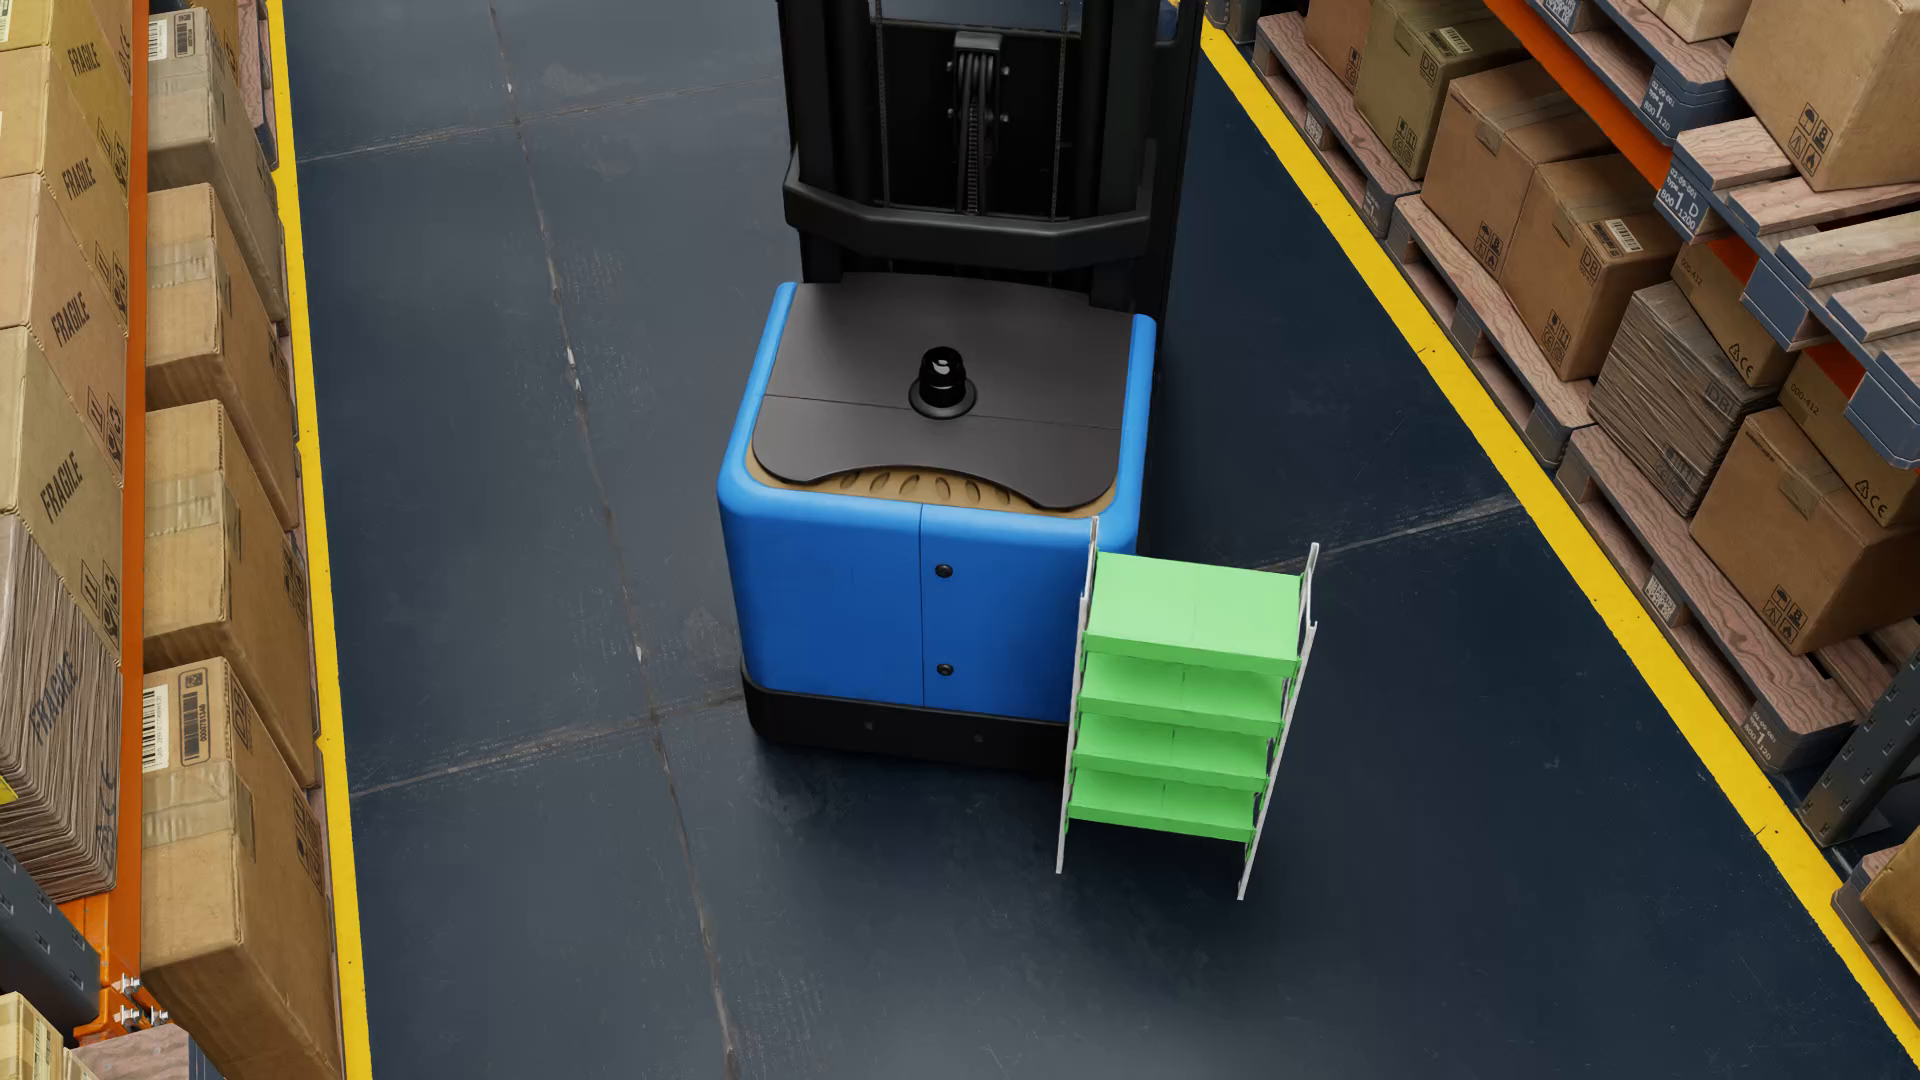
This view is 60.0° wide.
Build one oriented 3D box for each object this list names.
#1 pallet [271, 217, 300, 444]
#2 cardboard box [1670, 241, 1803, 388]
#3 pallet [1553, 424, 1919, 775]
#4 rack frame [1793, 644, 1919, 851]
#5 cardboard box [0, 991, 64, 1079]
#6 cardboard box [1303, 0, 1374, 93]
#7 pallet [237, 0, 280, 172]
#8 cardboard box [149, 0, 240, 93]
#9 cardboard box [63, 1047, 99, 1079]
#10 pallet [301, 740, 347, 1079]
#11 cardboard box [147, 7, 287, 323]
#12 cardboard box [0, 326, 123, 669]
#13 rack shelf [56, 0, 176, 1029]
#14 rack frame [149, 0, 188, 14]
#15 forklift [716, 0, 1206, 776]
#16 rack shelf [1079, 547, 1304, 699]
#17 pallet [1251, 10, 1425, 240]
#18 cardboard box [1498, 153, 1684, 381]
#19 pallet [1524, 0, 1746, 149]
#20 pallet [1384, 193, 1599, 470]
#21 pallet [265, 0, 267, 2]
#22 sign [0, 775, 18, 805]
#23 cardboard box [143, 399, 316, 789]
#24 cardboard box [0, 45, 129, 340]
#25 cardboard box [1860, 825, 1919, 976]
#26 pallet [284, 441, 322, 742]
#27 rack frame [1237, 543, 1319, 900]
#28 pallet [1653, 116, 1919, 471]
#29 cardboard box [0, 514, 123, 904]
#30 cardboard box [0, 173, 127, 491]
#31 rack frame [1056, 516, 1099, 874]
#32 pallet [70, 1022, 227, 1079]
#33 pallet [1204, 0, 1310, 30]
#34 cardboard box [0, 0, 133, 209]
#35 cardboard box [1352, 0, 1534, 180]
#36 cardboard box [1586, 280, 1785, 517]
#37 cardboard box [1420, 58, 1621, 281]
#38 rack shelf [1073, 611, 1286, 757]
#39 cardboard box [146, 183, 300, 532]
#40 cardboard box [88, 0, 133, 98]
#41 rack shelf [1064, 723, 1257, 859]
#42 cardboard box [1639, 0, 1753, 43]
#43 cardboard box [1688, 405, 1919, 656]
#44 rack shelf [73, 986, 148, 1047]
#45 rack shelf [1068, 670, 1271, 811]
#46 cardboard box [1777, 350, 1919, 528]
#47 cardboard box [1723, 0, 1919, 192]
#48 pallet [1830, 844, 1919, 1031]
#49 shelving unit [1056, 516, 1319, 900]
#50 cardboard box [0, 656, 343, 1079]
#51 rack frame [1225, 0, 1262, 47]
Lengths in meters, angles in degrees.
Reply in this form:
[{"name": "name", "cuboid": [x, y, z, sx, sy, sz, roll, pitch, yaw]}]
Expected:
[{"name": "pallet", "cuboid": [-2.845, -0.708, 5.708, 1.003, 0.211, 1.213, -13, 51, -11]}, {"name": "cardboard box", "cuboid": [2.413, -0.725, 4.756, 0.500, 0.250, 0.500, -8, 50, -7]}, {"name": "pallet", "cuboid": [2.576, 0.049, 5.071, 1.003, 0.211, 1.213, -13, 51, -11]}, {"name": "rack frame", "cuboid": [2.806, -0.279, 3.523, 1.000, 3.000, 0.127, -13, 51, -11]}, {"name": "cardboard box", "cuboid": [-1.379, 0.777, 2.134, 0.380, 0.149, 0.250, -15, 52, -12]}, {"name": "cardboard box", "cuboid": [1.784, -2.083, 6.392, 0.700, 0.500, 0.500, -17, 52, -14]}, {"name": "pallet", "cuboid": [-3.295, -1.827, 6.652, 1.003, 0.211, 1.213, -13, 51, -11]}, {"name": "cardboard box", "cuboid": [-3.264, -2.079, 6.155, 0.875, 0.875, 0.875, -13, 51, -10]}, {"name": "cardboard box", "cuboid": [-1.381, 0.876, 2.245, 0.380, 0.149, 0.250, -12, 51, -10]}, {"name": "pallet", "cuboid": [-2.123, 1.074, 4.206, 1.003, 0.211, 1.213, -13, 51, -11]}, {"name": "cardboard box", "cuboid": [-2.875, -1.130, 5.438, 1.050, 0.750, 0.750, -14, 51, -11]}, {"name": "cardboard box", "cuboid": [-1.990, -0.023, 3.242, 0.500, 0.500, 0.500, -14, 51, -11]}, {"name": "rack shelf", "cuboid": [-2.553, -0.460, 4.147, 1.077, 0.370, 4.000, -13, 51, -11]}, {"name": "rack frame", "cuboid": [-3.145, -2.153, 5.103, 1.000, 3.000, 0.127, -13, 51, -11]}, {"name": "forklift", "cuboid": [0.110, -1.434, 4.542, 1.130, 2.935, 3.031, 6, 50, 5]}, {"name": "rack shelf", "cuboid": [0.526, 0.186, 3.764, 0.480, 0.148, 0.258, 7, 50, 6]}, {"name": "pallet", "cuboid": [1.855, -1.733, 6.573, 1.003, 0.211, 1.213, -13, 51, -11]}, {"name": "cardboard box", "cuboid": [2.238, -0.915, 5.406, 0.700, 0.500, 0.500, -9, 51, -8]}, {"name": "pallet", "cuboid": [2.182, -1.654, 4.808, 1.003, 0.211, 1.213, -13, 51, -11]}, {"name": "pallet", "cuboid": [2.219, -0.841, 5.821, 1.003, 0.211, 1.213, -13, 51, -11]}, {"name": "pallet", "cuboid": [-3.659, -2.720, 7.405, 1.003, 0.211, 1.213, -13, 51, -11]}, {"name": "sign", "cuboid": [-1.446, 0.291, 2.337, 0.100, 0.325, 0.005, -13, 51, -11]}, {"name": "cardboard box", "cuboid": [-2.318, 0.255, 4.270, 1.050, 0.750, 0.750, -13, 51, -10]}, {"name": "cardboard box", "cuboid": [-2.284, -0.756, 3.860, 0.500, 0.500, 0.500, -14, 51, -11]}, {"name": "cardboard box", "cuboid": [2.990, 0.779, 3.746, 1.225, 0.875, 0.875, -15, 52, -13]}, {"name": "pallet", "cuboid": [-2.480, 0.185, 4.956, 1.003, 0.211, 1.213, -13, 51, -11]}, {"name": "rack frame", "cuboid": [0.767, 0.484, 4.057, 0.015, 1.200, 0.240, 7, 50, 6]}, {"name": "pallet", "cuboid": [2.494, -0.714, 4.015, 1.213, 0.211, 1.003, -13, 51, -11]}, {"name": "cardboard box", "cuboid": [-1.837, 0.347, 2.930, 0.500, 0.500, 0.500, -13, 51, -11]}, {"name": "cardboard box", "cuboid": [-2.139, -0.392, 3.553, 0.500, 0.500, 0.500, -13, 51, -11]}, {"name": "rack frame", "cuboid": [0.285, 0.424, 4.108, 0.015, 1.200, 0.240, 7, 50, 6]}, {"name": "pallet", "cuboid": [-1.649, 1.327, 2.295, 1.213, 0.211, 1.003, -13, 51, -11]}, {"name": "pallet", "cuboid": [1.391, -2.784, 7.459, 1.003, 0.211, 1.213, -13, 51, -11]}, {"name": "cardboard box", "cuboid": [-2.436, -1.126, 4.172, 0.500, 0.500, 0.500, -13, 51, -11]}, {"name": "cardboard box", "cuboid": [1.907, -1.731, 6.094, 0.700, 0.500, 0.500, -14, 51, -11]}, {"name": "cardboard box", "cuboid": [2.413, -0.502, 5.059, 0.700, 0.500, 0.500, -17, 52, -14]}, {"name": "cardboard box", "cuboid": [2.073, -1.322, 5.750, 0.700, 0.500, 0.500, -17, 52, -14]}, {"name": "rack shelf", "cuboid": [0.526, 0.340, 3.948, 0.480, 0.148, 0.258, 7, 50, 6]}, {"name": "cardboard box", "cuboid": [-2.594, -0.425, 4.843, 1.050, 0.750, 0.750, -13, 51, -11]}, {"name": "cardboard box", "cuboid": [-2.586, -1.495, 4.483, 0.500, 0.500, 0.500, -14, 51, -11]}, {"name": "rack shelf", "cuboid": [0.526, 0.650, 4.315, 0.480, 0.148, 0.258, 7, 50, 6]}, {"name": "cardboard box", "cuboid": [2.055, -1.528, 4.389, 0.396, 0.266, 0.258, -15, 51, -12]}, {"name": "cardboard box", "cuboid": [2.589, -0.100, 4.720, 0.700, 0.500, 0.500, -16, 52, -13]}, {"name": "rack shelf", "cuboid": [-1.370, 2.461, 1.684, 1.077, 0.370, 4.000, -13, 51, -11]}, {"name": "rack shelf", "cuboid": [0.526, 0.495, 4.131, 0.480, 0.148, 0.258, 7, 50, 6]}, {"name": "cardboard box", "cuboid": [2.579, -0.339, 4.431, 0.500, 0.250, 0.500, -11, 51, -9]}, {"name": "cardboard box", "cuboid": [2.348, -1.217, 3.974, 0.700, 0.500, 0.500, -7, 50, -6]}, {"name": "pallet", "cuboid": [2.967, 1.213, 4.090, 1.003, 0.211, 1.213, -13, 51, -11]}, {"name": "shelving unit", "cuboid": [0.526, 0.454, 4.083, 0.503, 1.200, 0.258, 7, 50, 6]}, {"name": "cardboard box", "cuboid": [-2.056, 0.893, 3.732, 1.050, 0.750, 0.750, -14, 51, -11]}, {"name": "rack frame", "cuboid": [1.623, -3.201, 5.986, 1.000, 3.000, 0.127, -13, 51, -11]}]
